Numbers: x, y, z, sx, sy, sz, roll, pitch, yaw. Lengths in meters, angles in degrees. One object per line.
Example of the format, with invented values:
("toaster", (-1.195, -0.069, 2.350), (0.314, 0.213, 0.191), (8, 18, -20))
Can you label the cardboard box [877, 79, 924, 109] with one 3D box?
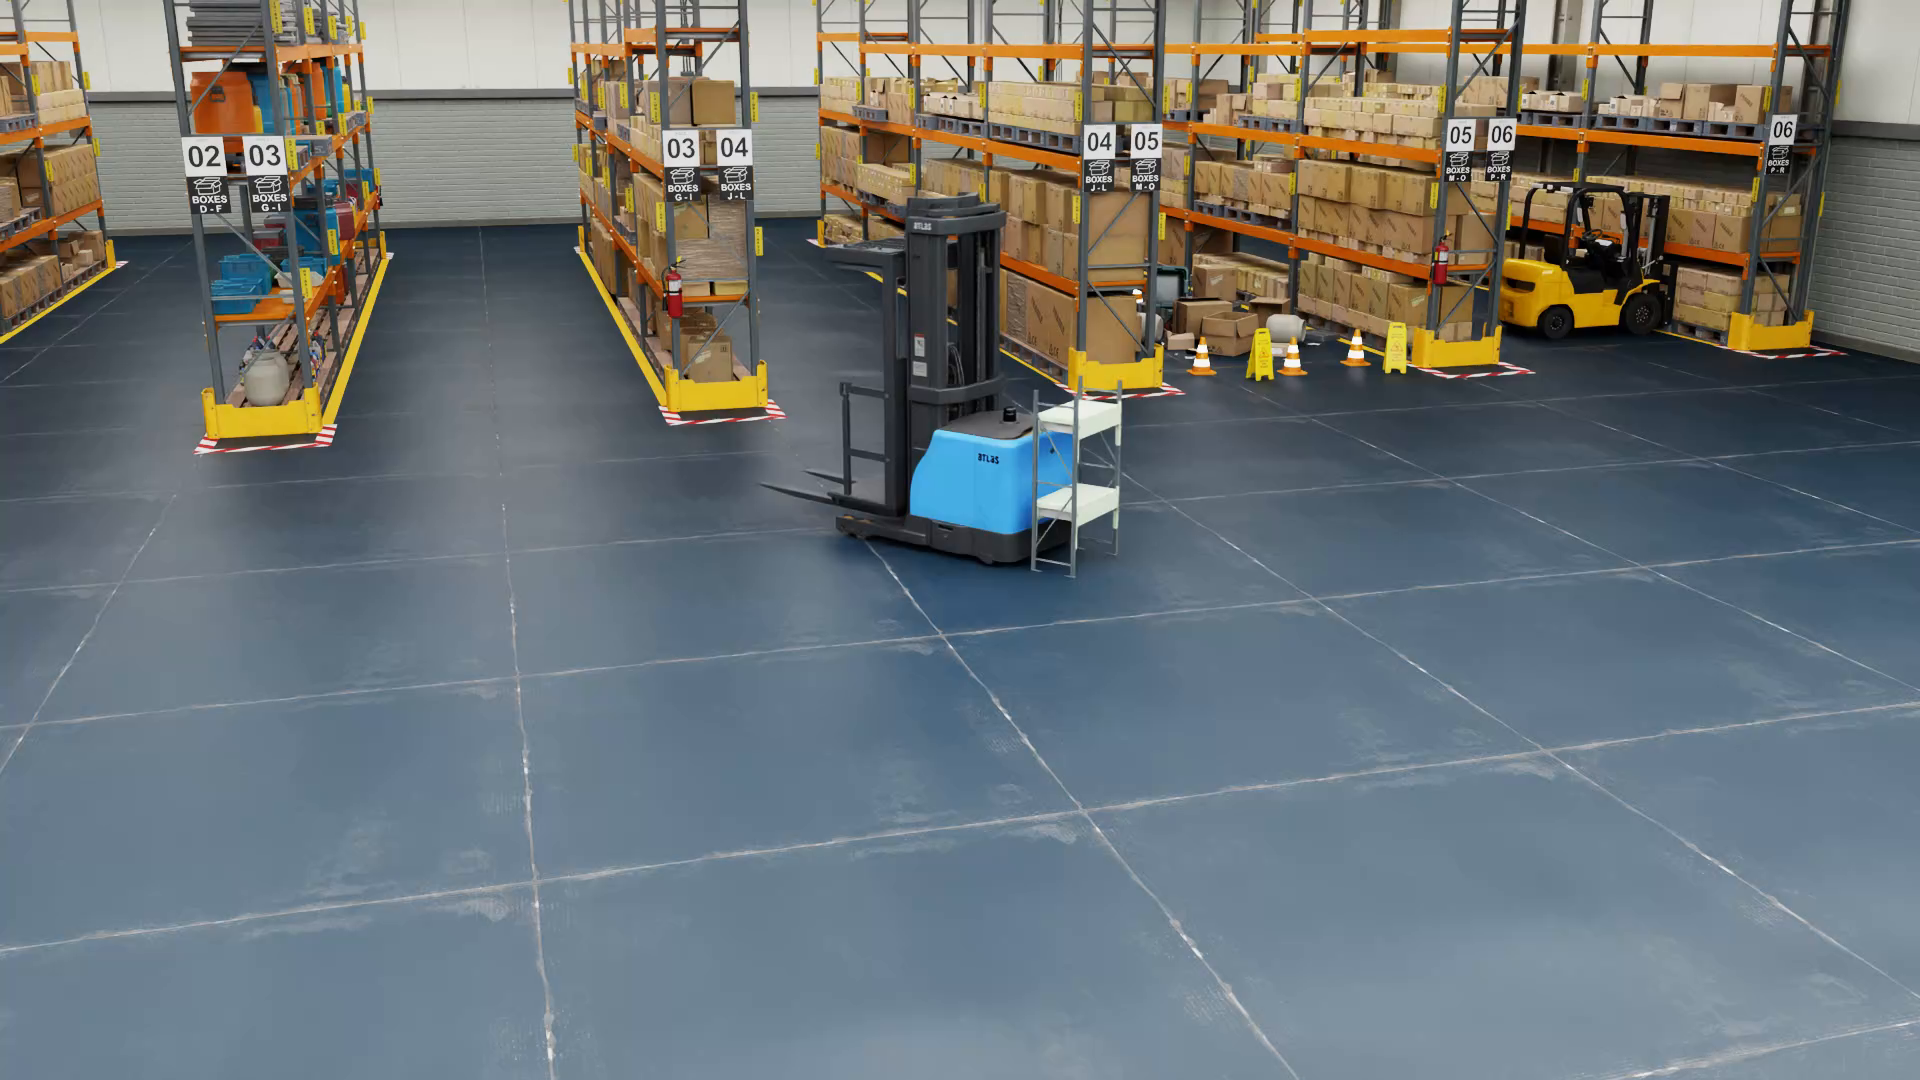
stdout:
("cardboard box", (-1.061, -7.934, 29.529), (0.797, 0.503, 0.637), (-5, 17, -16))

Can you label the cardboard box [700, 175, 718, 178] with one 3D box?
("cardboard box", (-3.430, -4.536, 21.910), (0.500, 0.500, 0.500), (-5, 17, -15))

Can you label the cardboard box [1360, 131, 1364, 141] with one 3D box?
("cardboard box", (5.845, -5.675, 23.352), (0.380, 0.149, 0.250), (-5, 17, -15))

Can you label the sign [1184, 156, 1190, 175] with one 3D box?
("sign", (3.939, -6.508, 28.890), (0.100, 0.325, 0.005), (-5, 17, -15))

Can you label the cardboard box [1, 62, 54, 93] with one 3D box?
("cardboard box", (-15.996, -7.921, 28.481), (0.700, 0.500, 0.500), (-5, 17, -15))

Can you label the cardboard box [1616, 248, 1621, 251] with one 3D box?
("cardboard box", (10.664, -4.527, 26.621), (0.500, 0.250, 0.500), (-4, 17, -14))

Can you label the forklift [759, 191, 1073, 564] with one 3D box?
("forklift", (-0.467, -1.524, 14.430), (3.031, 2.935, 1.130), (13, 21, 36))

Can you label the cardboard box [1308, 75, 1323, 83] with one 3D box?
("cardboard box", (7.495, -9.645, 35.009), (0.500, 0.250, 0.500), (-4, 17, -14))

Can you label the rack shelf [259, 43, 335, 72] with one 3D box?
("rack shelf", (-9.269, -6.607, 22.750), (1.077, 0.370, 4.000), (-5, 17, -15))

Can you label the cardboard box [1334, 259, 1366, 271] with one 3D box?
("cardboard box", (5.670, -4.005, 24.191), (0.380, 0.149, 0.250), (-4, 17, -12))

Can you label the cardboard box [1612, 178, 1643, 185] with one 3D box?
("cardboard box", (10.383, -5.539, 25.860), (0.380, 0.149, 0.250), (-5, 17, -16))

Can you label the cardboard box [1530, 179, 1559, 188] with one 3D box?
("cardboard box", (9.731, -5.924, 27.660), (0.380, 0.149, 0.250), (-5, 18, -17))

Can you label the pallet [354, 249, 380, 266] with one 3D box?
("pallet", (-11.828, -5.469, 32.292), (1.003, 0.211, 1.213), (-5, 17, -15))

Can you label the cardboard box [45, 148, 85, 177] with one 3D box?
("cardboard box", (-16.107, -6.788, 29.923), (0.500, 0.500, 0.500), (-4, 17, -14))

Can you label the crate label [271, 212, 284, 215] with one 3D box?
("crate label", (-9.806, -4.543, 24.302), (0.502, 0.435, 0.616), (-5, 17, -15))

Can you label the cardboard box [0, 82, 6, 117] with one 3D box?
("cardboard box", (-15.408, -6.944, 26.063), (0.600, 0.600, 0.600), (-5, 17, -16))

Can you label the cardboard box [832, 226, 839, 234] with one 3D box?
("cardboard box", (-2.421, -6.384, 34.199), (0.380, 0.149, 0.250), (-4, 17, -14))

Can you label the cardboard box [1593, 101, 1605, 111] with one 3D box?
("cardboard box", (10.298, -7.100, 27.195), (0.380, 0.149, 0.250), (-5, 17, -15))

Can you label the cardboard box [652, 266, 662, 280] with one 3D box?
("cardboard box", (-3.648, -3.350, 20.828), (0.380, 0.149, 0.250), (-5, 17, -15))

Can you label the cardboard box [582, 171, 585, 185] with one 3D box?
("cardboard box", (-7.099, -7.061, 32.489), (0.500, 0.250, 0.500), (-5, 18, -17))

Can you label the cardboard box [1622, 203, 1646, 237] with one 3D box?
("cardboard box", (10.513, -4.907, 25.399), (0.500, 0.500, 0.500), (-5, 17, -16))

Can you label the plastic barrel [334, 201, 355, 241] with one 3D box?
("plastic barrel", (-9.400, -4.783, 24.926), (0.600, 0.536, 0.708), (-5, 17, -15))

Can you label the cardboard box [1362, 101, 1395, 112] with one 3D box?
("cardboard box", (5.851, -6.053, 23.226), (0.380, 0.149, 0.250), (-4, 17, -14))

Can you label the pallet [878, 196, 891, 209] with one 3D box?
("pallet", (-0.843, -6.031, 29.649), (1.003, 0.211, 1.213), (-5, 17, -15))

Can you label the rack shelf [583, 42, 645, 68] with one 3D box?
("rack shelf", (-5.606, -8.105, 27.737), (1.077, 0.370, 4.000), (-5, 17, -15))

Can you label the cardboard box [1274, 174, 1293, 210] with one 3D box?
("cardboard box", (5.224, -5.392, 25.769), (0.500, 0.500, 0.500), (-5, 17, -16))

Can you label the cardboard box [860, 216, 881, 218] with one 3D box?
("cardboard box", (-1.862, -6.650, 34.568), (0.380, 0.149, 0.250), (-5, 17, -16))

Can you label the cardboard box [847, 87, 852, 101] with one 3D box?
("cardboard box", (-1.862, -8.542, 31.851), (0.500, 0.250, 0.500), (-5, 18, -18))

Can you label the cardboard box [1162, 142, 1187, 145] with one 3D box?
("cardboard box", (4.007, -7.243, 31.439), (0.500, 0.500, 0.500), (-4, 17, -14))

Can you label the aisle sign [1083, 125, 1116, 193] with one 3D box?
("aisle sign", (1.670, -4.567, 19.924), (0.394, 0.787, 0.004), (-5, 17, -15))

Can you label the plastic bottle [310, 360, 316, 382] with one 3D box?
("plastic bottle", (-7.819, -2.040, 20.007), (0.097, 0.271, 0.097), (0, 17, 0))

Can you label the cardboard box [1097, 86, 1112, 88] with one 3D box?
("cardboard box", (1.946, -5.640, 20.948), (0.380, 0.149, 0.250), (-5, 17, -15))

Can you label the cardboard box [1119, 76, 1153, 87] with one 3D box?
("cardboard box", (3.336, -8.523, 31.494), (0.500, 0.500, 0.500), (-5, 17, -16))

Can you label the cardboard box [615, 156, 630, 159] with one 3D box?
("cardboard box", (-5.418, -6.127, 27.717), (0.797, 0.503, 0.637), (-4, 17, -14))

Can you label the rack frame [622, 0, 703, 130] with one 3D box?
("rack frame", (-3.957, -6.981, 22.050), (1.000, 3.000, 0.127), (-5, 17, -15))

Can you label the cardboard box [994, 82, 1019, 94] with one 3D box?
("cardboard box", (0.684, -6.221, 22.881), (0.380, 0.149, 0.250), (-5, 17, -16))

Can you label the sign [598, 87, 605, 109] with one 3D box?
("sign", (-5.592, -6.895, 25.941), (0.100, 0.325, 0.005), (-5, 17, -15))

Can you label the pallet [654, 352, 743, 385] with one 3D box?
("pallet", (-3.400, -2.251, 21.580), (1.003, 0.211, 1.213), (-5, 17, -15))

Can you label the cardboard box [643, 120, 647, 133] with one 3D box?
("cardboard box", (-3.770, -5.192, 20.875), (0.380, 0.149, 0.250), (-5, 17, -16))

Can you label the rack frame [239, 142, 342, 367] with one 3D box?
("rack frame", (-8.719, -3.716, 21.610), (1.000, 3.000, 0.127), (-5, 17, -15))

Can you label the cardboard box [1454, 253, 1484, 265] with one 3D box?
("cardboard box", (6.776, -3.775, 22.242), (0.380, 0.149, 0.250), (-5, 17, -15))

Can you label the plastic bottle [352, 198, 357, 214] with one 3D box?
("plastic bottle", (-10.391, -5.729, 28.515), (0.061, 0.283, 0.133), (-5, 17, -15))

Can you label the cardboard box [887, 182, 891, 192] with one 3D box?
("cardboard box", (-1.051, -6.118, 28.795), (0.380, 0.149, 0.250), (-5, 17, -15))

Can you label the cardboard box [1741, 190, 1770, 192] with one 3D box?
("cardboard box", (11.430, -4.936, 23.853), (0.380, 0.149, 0.250), (-4, 17, -14))

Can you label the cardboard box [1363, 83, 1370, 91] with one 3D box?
("cardboard box", (8.072, -8.877, 32.593), (0.380, 0.149, 0.250), (-5, 17, -16))

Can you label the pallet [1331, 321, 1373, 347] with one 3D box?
("pallet", (6.129, -3.035, 24.188), (1.003, 0.211, 1.213), (-5, 17, -15))

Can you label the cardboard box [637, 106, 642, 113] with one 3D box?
("cardboard box", (-4.312, -5.933, 23.280), (0.396, 0.266, 0.258), (-4, 17, -13))

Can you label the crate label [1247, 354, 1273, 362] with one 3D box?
("crate label", (4.063, -2.462, 22.409), (0.298, 0.136, 0.250), (16, 23, 42))

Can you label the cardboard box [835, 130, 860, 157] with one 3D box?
("cardboard box", (-2.180, -7.890, 33.076), (0.500, 0.500, 0.500), (-5, 18, -17))

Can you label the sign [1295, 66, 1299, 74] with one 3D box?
("sign", (7.584, -10.503, 37.451), (0.100, 0.325, 0.005), (-5, 17, -15))

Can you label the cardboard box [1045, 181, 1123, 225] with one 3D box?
("cardboard box", (1.611, -4.371, 21.651), (0.875, 0.550, 0.550), (-5, 17, -15))

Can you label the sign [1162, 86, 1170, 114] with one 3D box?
("sign", (2.474, -5.301, 20.014), (0.100, 0.325, 0.005), (-5, 17, -15))

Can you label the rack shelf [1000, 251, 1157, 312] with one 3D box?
("rack shelf", (1.389, -3.574, 22.388), (1.077, 0.370, 4.000), (-5, 17, -15))

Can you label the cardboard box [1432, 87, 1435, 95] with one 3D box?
("cardboard box", (8.894, -8.242, 30.514), (0.380, 0.149, 0.250), (-5, 18, -17))

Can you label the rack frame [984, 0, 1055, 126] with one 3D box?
("rack frame", (0.840, -7.345, 23.263), (1.000, 3.000, 0.127), (-5, 17, -15))

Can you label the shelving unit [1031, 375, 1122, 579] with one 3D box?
("shelving unit", (0.956, -0.529, 13.606), (0.431, 1.500, 0.755), (11, 20, 31))

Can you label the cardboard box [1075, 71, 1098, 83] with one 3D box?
("cardboard box", (2.683, -9.375, 34.155), (0.500, 0.500, 0.500), (-4, 17, -14))

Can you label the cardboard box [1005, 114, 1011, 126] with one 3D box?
("cardboard box", (0.822, -5.700, 22.532), (0.380, 0.149, 0.250), (-5, 17, -16))

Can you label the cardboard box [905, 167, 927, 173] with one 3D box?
("cardboard box", (-0.780, -6.668, 30.110), (0.380, 0.149, 0.250), (-5, 18, -17))
